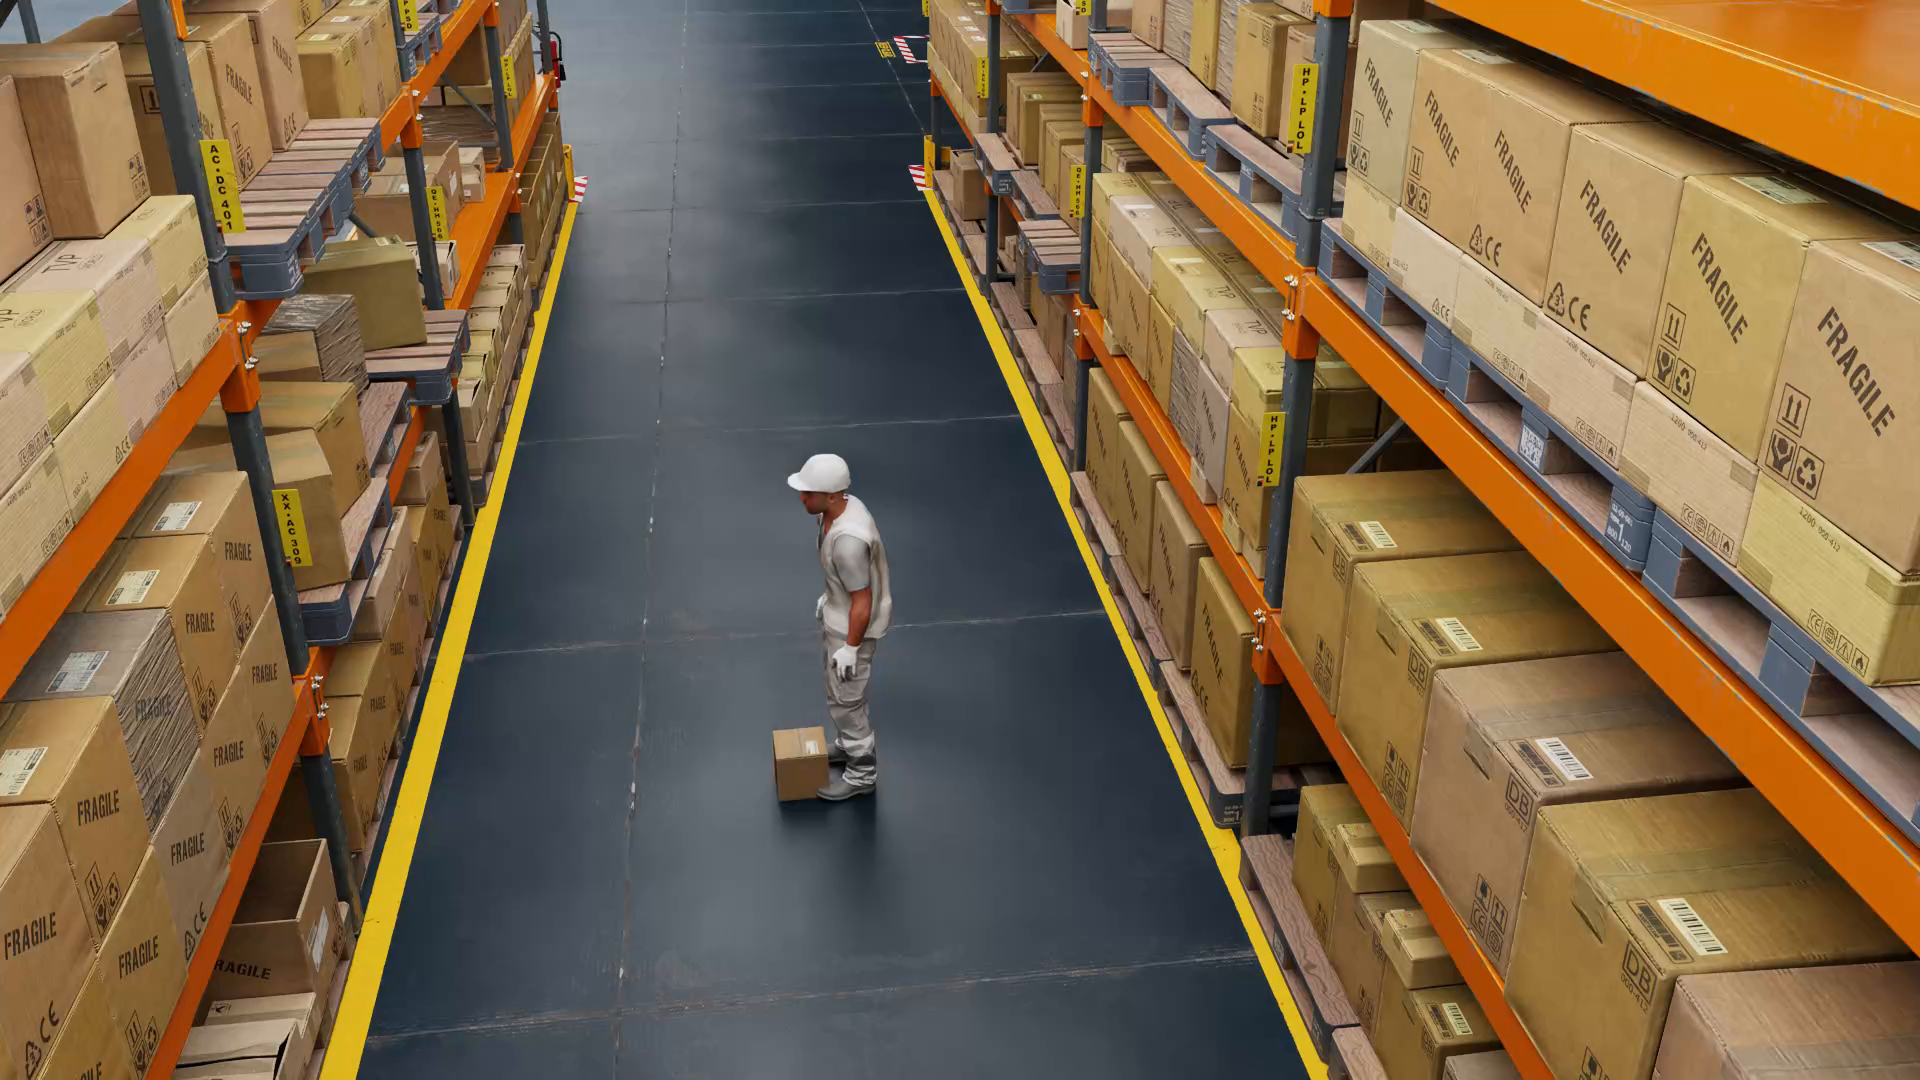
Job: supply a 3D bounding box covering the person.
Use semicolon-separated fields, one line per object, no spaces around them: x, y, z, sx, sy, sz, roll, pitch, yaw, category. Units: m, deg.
-0.553;0.401;7.810;0.448;1.780;0.619;-5;27;-10;person
